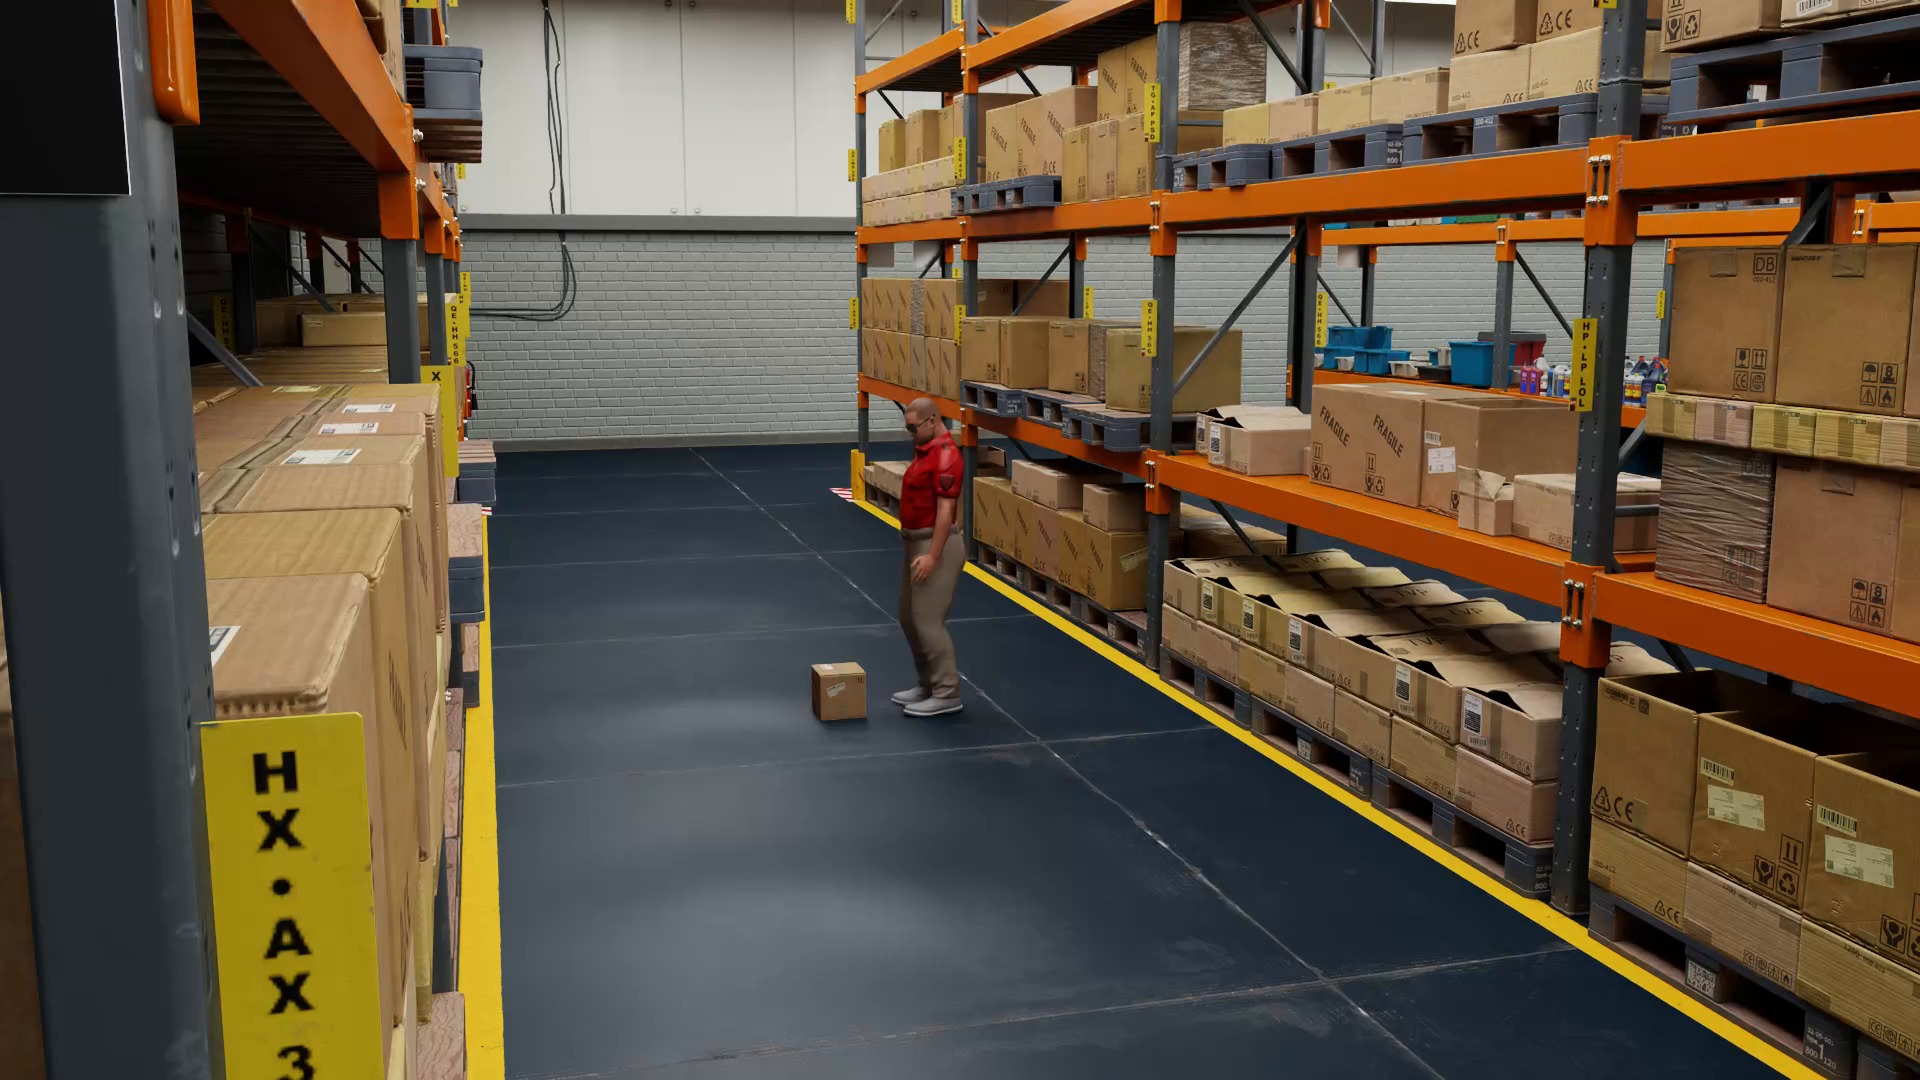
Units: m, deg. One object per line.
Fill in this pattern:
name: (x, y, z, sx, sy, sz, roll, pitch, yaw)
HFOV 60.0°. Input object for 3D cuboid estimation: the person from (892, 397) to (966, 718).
person: (-0.159, 0.085, 8.985, 0.367, 1.713, 0.538, -2, 10, -15)
